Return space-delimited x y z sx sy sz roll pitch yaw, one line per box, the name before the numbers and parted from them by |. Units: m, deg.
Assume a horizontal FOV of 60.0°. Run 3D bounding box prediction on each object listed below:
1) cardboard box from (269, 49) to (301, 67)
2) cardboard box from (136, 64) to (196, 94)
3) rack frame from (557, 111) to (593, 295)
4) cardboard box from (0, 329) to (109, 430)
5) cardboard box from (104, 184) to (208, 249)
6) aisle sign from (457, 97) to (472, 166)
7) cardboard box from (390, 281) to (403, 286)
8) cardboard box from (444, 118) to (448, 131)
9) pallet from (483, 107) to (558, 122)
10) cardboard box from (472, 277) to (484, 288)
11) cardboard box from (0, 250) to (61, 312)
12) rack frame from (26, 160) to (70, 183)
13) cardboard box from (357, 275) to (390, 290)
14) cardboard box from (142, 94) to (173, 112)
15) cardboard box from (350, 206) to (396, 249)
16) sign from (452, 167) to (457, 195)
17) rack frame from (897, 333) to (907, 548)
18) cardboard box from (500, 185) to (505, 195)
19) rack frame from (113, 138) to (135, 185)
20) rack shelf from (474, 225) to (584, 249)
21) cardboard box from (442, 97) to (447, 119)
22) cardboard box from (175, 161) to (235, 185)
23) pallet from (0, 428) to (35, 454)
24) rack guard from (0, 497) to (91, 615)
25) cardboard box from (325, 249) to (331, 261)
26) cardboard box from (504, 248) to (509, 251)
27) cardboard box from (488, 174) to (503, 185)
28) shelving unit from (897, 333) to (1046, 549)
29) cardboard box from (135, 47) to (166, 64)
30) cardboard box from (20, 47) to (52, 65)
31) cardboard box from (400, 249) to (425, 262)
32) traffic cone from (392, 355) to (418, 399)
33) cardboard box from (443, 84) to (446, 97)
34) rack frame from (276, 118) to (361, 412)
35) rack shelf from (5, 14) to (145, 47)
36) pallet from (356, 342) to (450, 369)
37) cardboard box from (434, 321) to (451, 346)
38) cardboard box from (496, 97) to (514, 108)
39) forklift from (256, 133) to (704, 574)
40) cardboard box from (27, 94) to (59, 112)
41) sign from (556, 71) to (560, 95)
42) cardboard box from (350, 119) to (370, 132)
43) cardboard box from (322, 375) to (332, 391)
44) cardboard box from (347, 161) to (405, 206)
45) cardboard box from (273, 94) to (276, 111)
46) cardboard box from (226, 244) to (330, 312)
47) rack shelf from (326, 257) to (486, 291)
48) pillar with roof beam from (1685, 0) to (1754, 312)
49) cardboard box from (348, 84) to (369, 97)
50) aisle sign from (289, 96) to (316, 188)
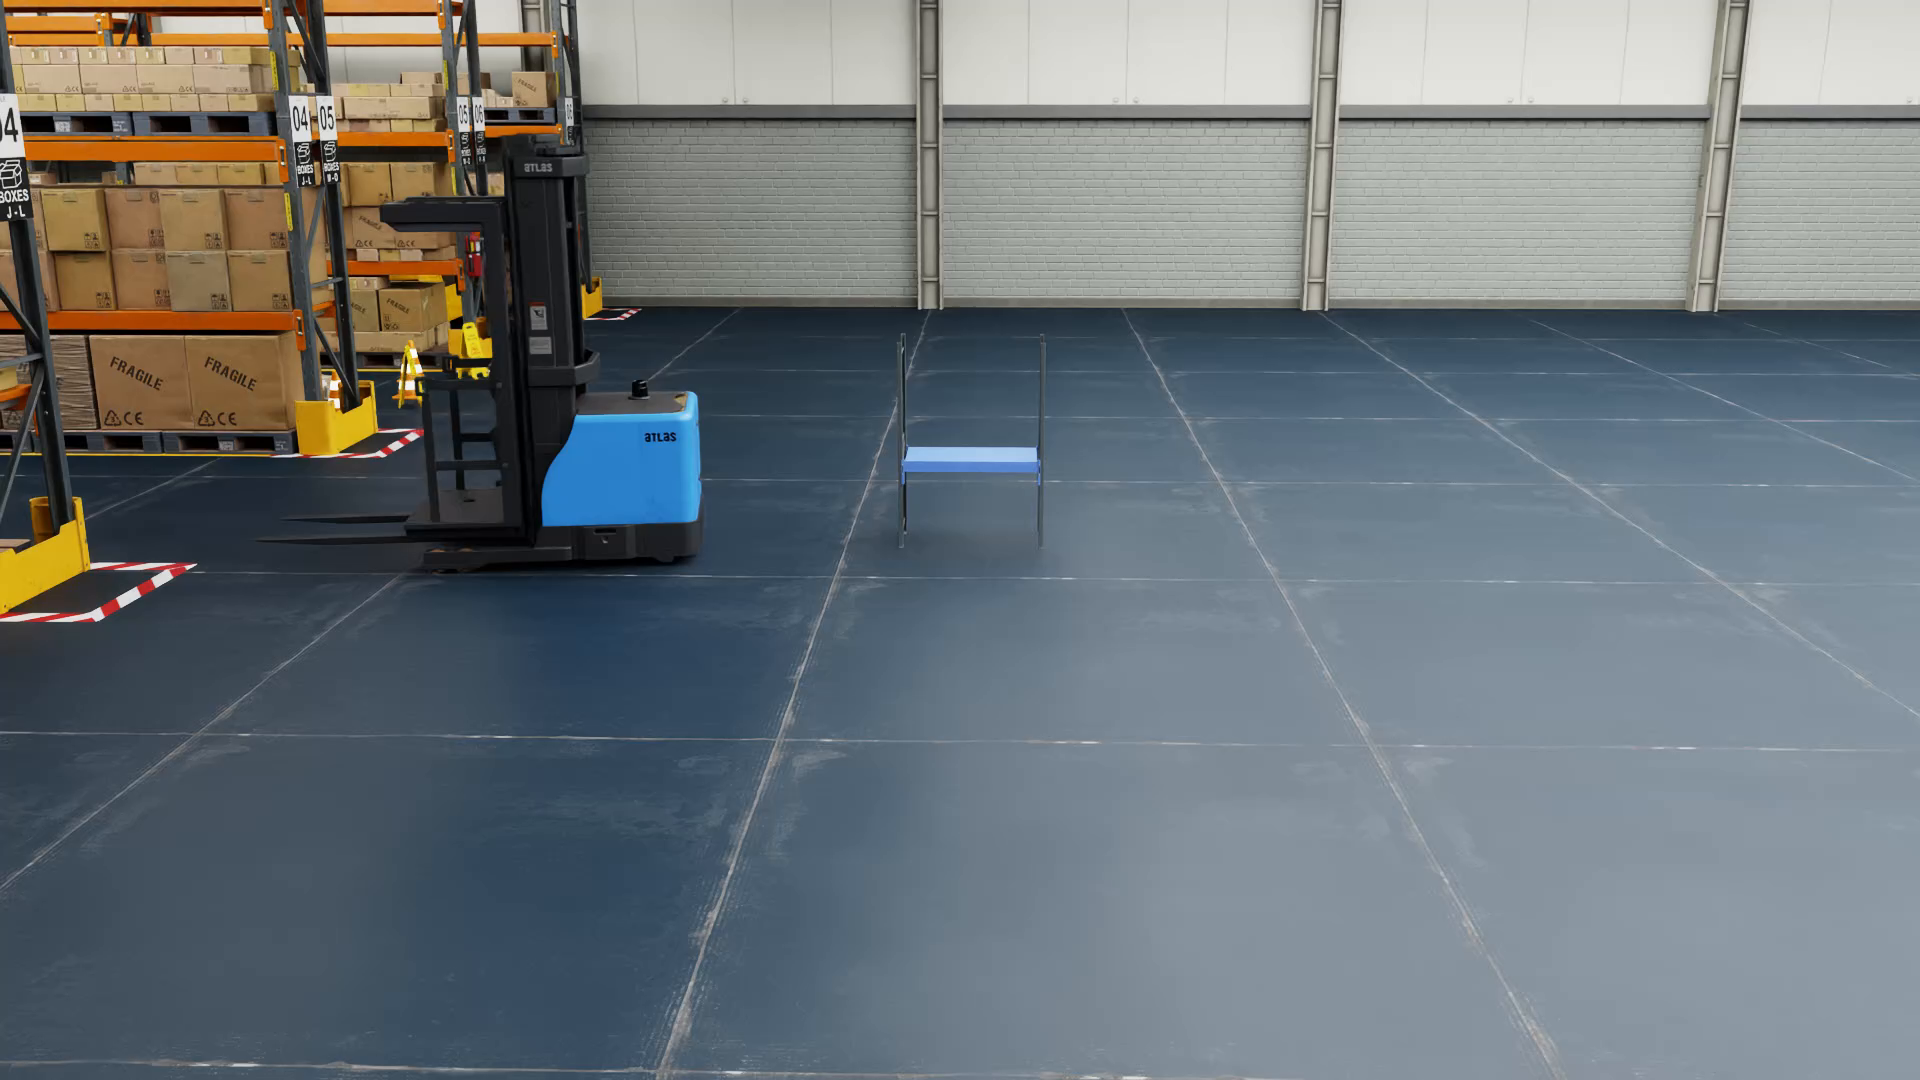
cardboard box | -6.261 -4.428 15.272 0.250 0.149 0.380 1 15 2
cardboard box | -6.932 -4.087 14.762 0.500 0.250 0.500 0 15 2
rack frame | -5.787 -4.907 25.060 0.127 3.000 1.000 0 15 1
cardboard box | -8.406 -1.553 15.689 0.875 0.875 0.875 0 15 2
cardboard box | -7.414 -3.004 15.434 0.550 0.550 0.875 0 15 1
aisle sign | -5.856 -4.824 19.649 0.004 0.787 0.394 0 15 1
cardboard box | -7.256 -2.956 20.760 0.500 0.500 0.500 0 15 -1
cardboard box | -6.234 -5.055 20.234 0.250 0.149 0.380 0 15 1
pallet | -6.494 -6.326 24.731 1.213 0.211 1.003 0 15 1
cardboard box | -7.300 -3.950 25.019 0.500 0.250 0.500 0 15 0
cardboard box | -8.478 -2.446 15.438 0.550 0.550 0.875 0 15 1
rack frame | -13.785 -4.959 25.258 0.127 3.000 1.000 0 15 1
cardboard box | -7.087 -3.115 20.093 0.250 0.149 0.380 1 15 3
cardboard box | -7.038 -3.880 14.758 0.250 0.149 0.380 1 15 2
cardboard box | -6.960 -3.771 19.975 0.500 0.500 0.500 0 15 2
sign | -5.945 -4.213 19.538 0.005 0.325 0.100 0 15 1
rack frame | -0.423 -0.728 12.159 0.032 1.500 0.500 0 15 1
cardboard box | -6.655 -5.211 24.746 0.250 0.149 0.380 1 15 2
rack frame | -9.909 -3.667 20.361 0.127 3.000 1.000 0 15 1
rack shelf | -7.787 -4.572 25.201 4.000 0.370 1.077 0 15 1
cardboard box | -6.406 -5.234 20.131 0.500 0.250 0.500 0 15 0
cardboard box | -8.965 -4.276 19.928 0.500 0.500 0.700 0 15 2
pallet | -9.176 -1.031 15.835 1.213 0.211 1.003 0 15 1
rack guard | -6.240 0.094 11.004 0.348 0.500 1.175 0 15 1
cardboard box | -7.570 -3.458 20.061 0.250 0.149 0.380 0 15 1
cardboard box | -6.763 -4.318 25.433 0.500 0.250 0.500 0 15 2
cardboard box | -6.907 -5.371 24.766 0.250 0.149 0.380 0 15 2
shelving unit | 0.085 -0.725 12.147 1.048 1.500 0.538 0 15 1
cardboard box | -7.046 -4.265 14.655 0.250 0.149 0.380 1 15 2
cardboard box | -8.058 -4.271 14.680 0.250 0.149 0.380 0 15 1
cardboard box | -6.546 -3.441 19.996 0.250 0.149 0.380 0 15 1
traffic cone | -6.062 -1.803 18.268 0.334 0.463 0.336 0 15 1
cardboard box | -6.260 -5.410 20.016 0.250 0.149 0.380 0 15 1
rack frame | -5.936 -2.378 15.475 0.127 3.000 1.000 0 15 1
rack shelf | -11.908 -6.040 19.788 4.000 0.370 1.077 0 15 1
pallet | -6.798 -2.308 20.674 1.213 0.211 1.003 0 15 1
cardboard box | -6.710 -2.591 20.847 0.500 0.250 0.500 0 15 1
cardboard box | -6.623 -6.416 24.370 0.250 0.149 0.380 0 15 0
forklift | -3.387 -1.327 11.626 3.031 2.935 1.130 -2 15 -6
cardboard box | -8.059 -3.886 14.782 0.250 0.149 0.380 1 15 2
sign | -5.815 -6.609 24.050 0.005 0.325 0.100 0 15 1
cardboard box | -7.040 -4.924 19.735 0.250 0.149 0.380 0 15 2
cardboard box | -7.272 -1.756 18.706 0.250 0.149 0.380 9 17 30
cardboard box | -6.932 -4.270 19.905 0.500 0.500 0.700 1 15 2
cardboard box | -6.270 -4.043 15.376 0.250 0.149 0.380 0 15 2
cardboard box | -6.308 -2.442 15.421 0.550 0.550 0.875 0 15 1
rack shelf | -7.910 -3.307 20.403 4.000 0.370 1.077 0 15 1
pillar with roof beam | 11.424 -6.827 20.577 0.400 9.000 9.100 0 15 1
cardboard box | -7.021 -5.306 19.621 0.250 0.149 0.380 0 15 2
aisle sign | -5.873 -3.558 14.852 0.004 0.787 0.394 0 15 1
